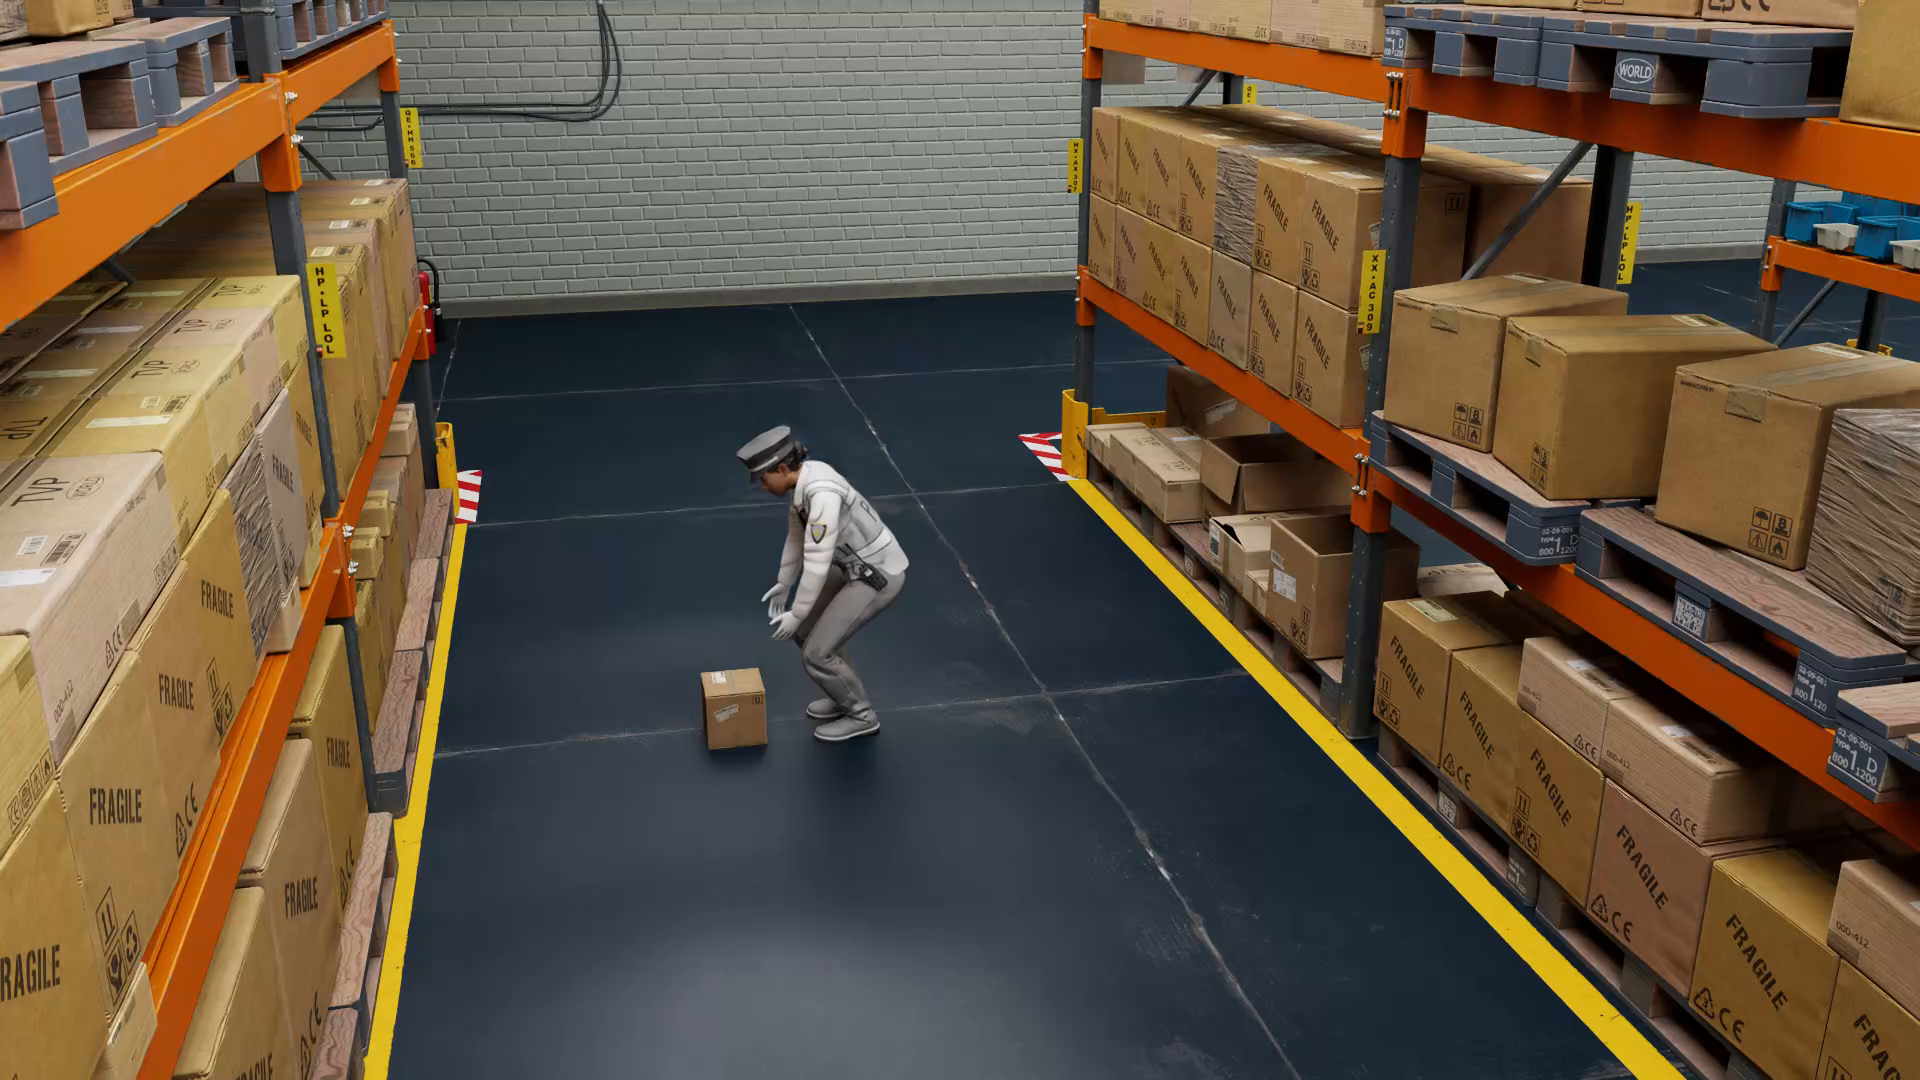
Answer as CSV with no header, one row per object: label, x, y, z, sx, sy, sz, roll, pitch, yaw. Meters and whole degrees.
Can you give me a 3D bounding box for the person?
person,-0.567,0.181,7.013,0.709,1.371,0.535,-4,20,-12
